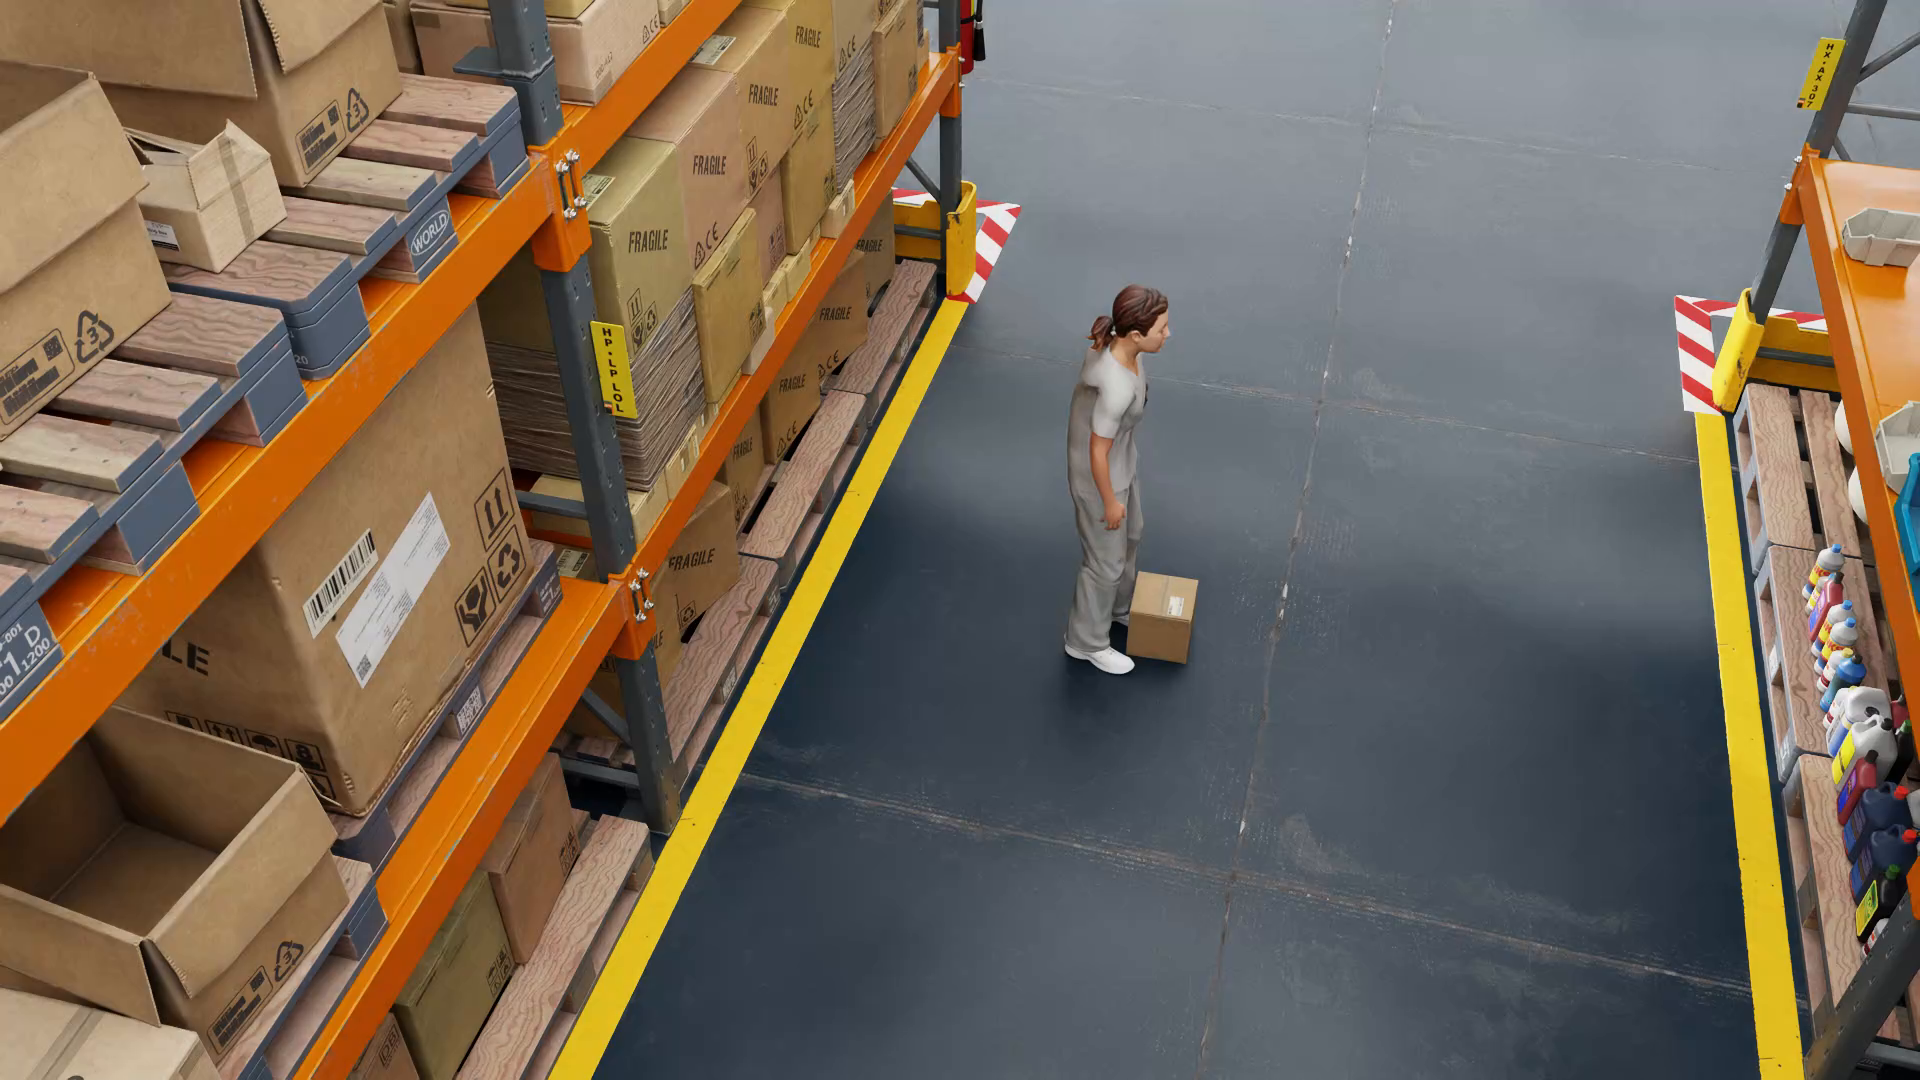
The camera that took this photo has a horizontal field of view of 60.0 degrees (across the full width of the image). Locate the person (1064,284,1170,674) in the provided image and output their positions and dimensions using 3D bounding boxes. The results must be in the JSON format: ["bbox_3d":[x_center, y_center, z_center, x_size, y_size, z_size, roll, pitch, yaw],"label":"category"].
[{"bbox_3d":[0.618,-0.246,6.444,0.417,1.667,0.510,8,42,9],"label":"person"}]
